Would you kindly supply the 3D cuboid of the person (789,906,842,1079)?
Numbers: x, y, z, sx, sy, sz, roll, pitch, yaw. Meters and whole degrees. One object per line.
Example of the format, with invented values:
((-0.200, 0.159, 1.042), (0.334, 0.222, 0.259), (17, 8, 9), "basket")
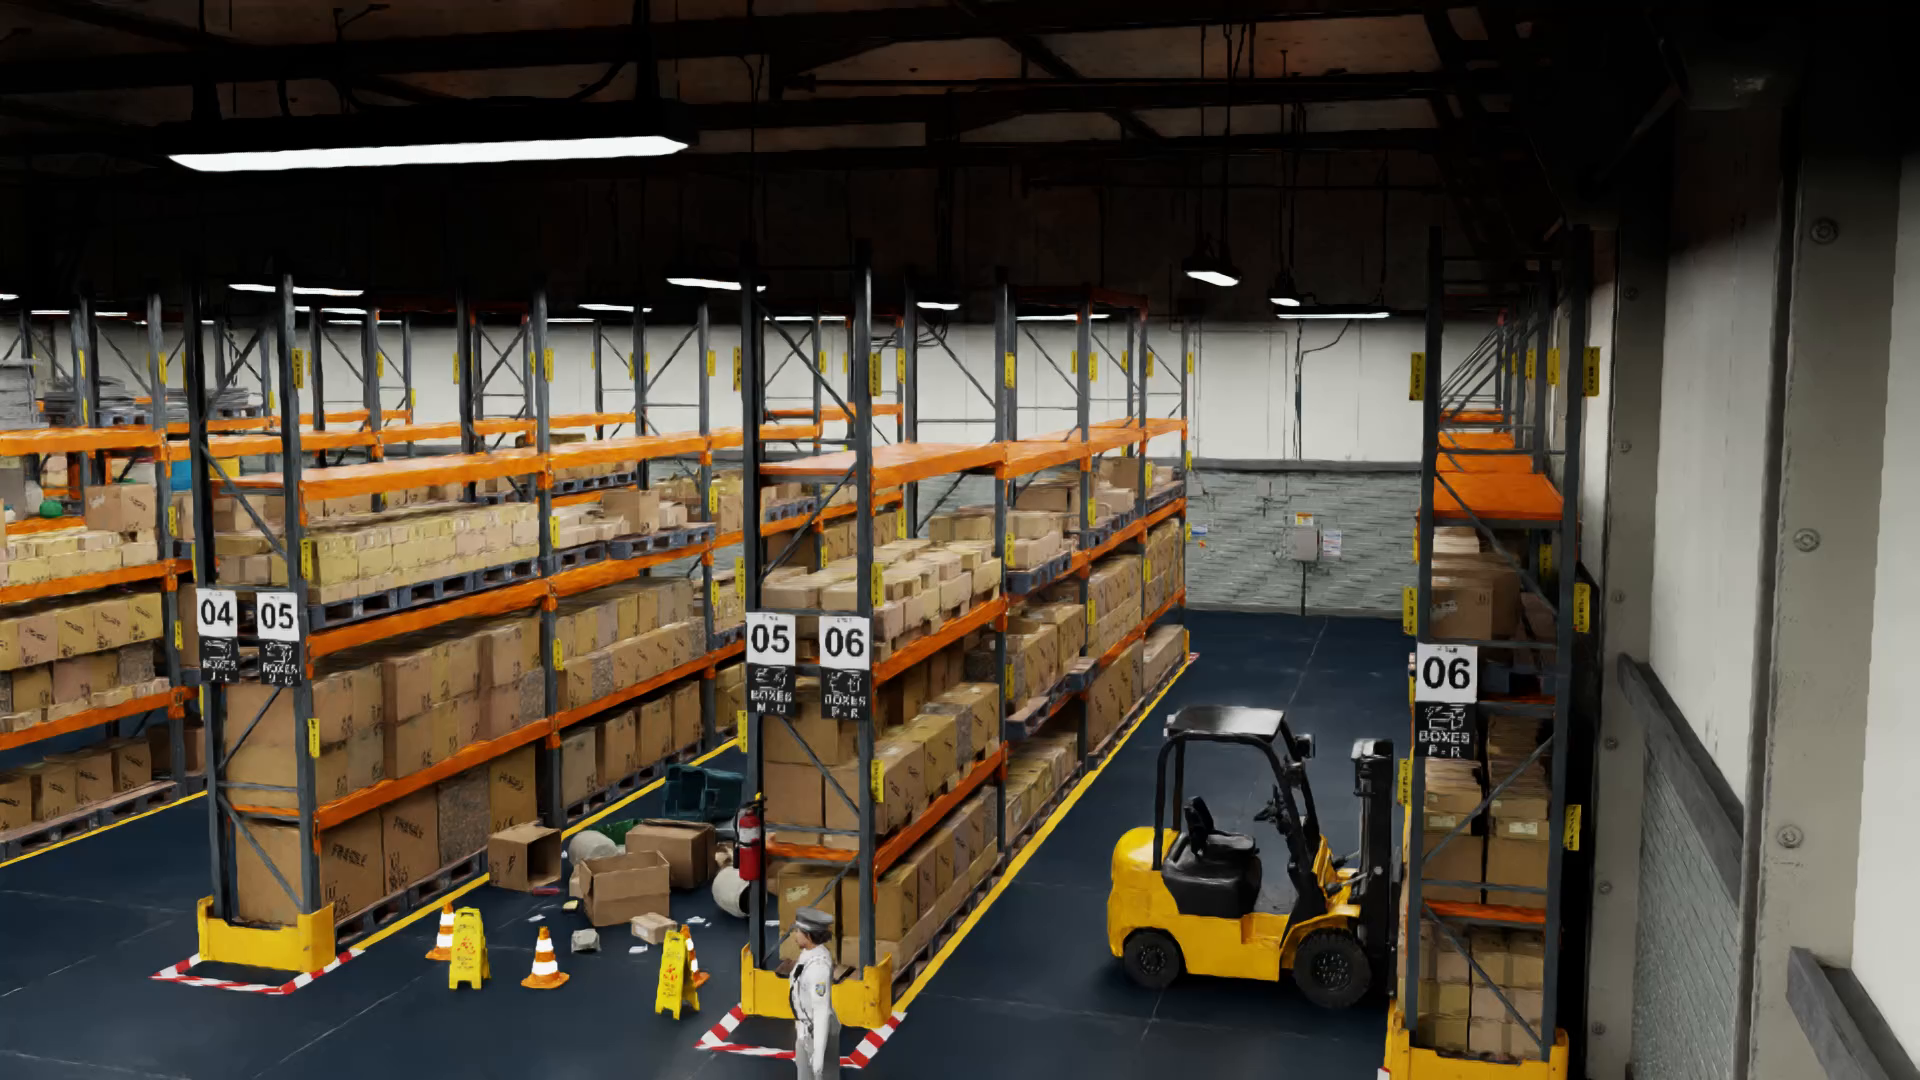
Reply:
((-0.841, 3.167, 10.617), (0.522, 1.664, 0.569), (-1, 7, -11), "person")

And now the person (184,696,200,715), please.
((-10.259, 1.847, 22.304), (0.682, 1.676, 0.529), (2, 7, 14), "person")
